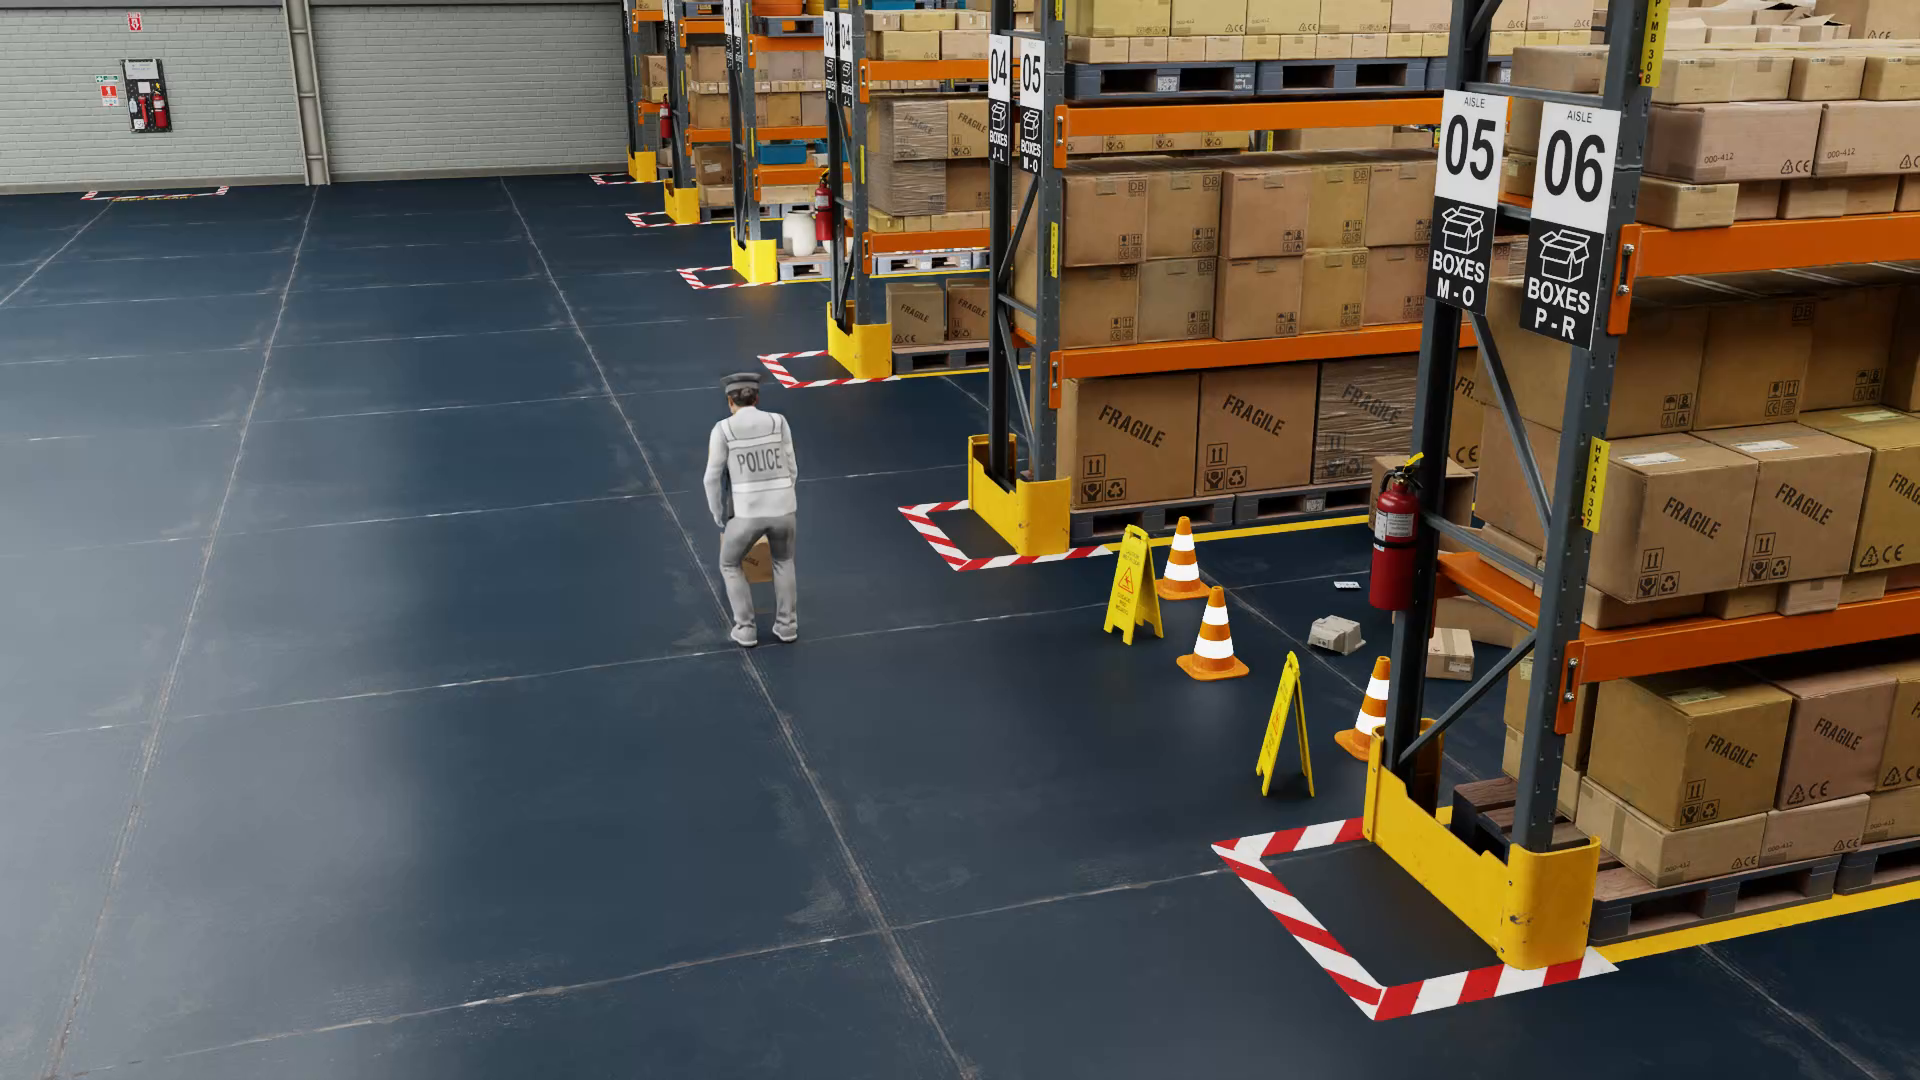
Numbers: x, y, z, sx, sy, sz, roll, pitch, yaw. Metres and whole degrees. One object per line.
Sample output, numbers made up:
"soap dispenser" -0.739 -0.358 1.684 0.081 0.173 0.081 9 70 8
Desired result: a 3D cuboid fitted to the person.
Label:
"person" -1.155 -0.165 9.269 0.526 1.522 0.591 -6 20 -16
